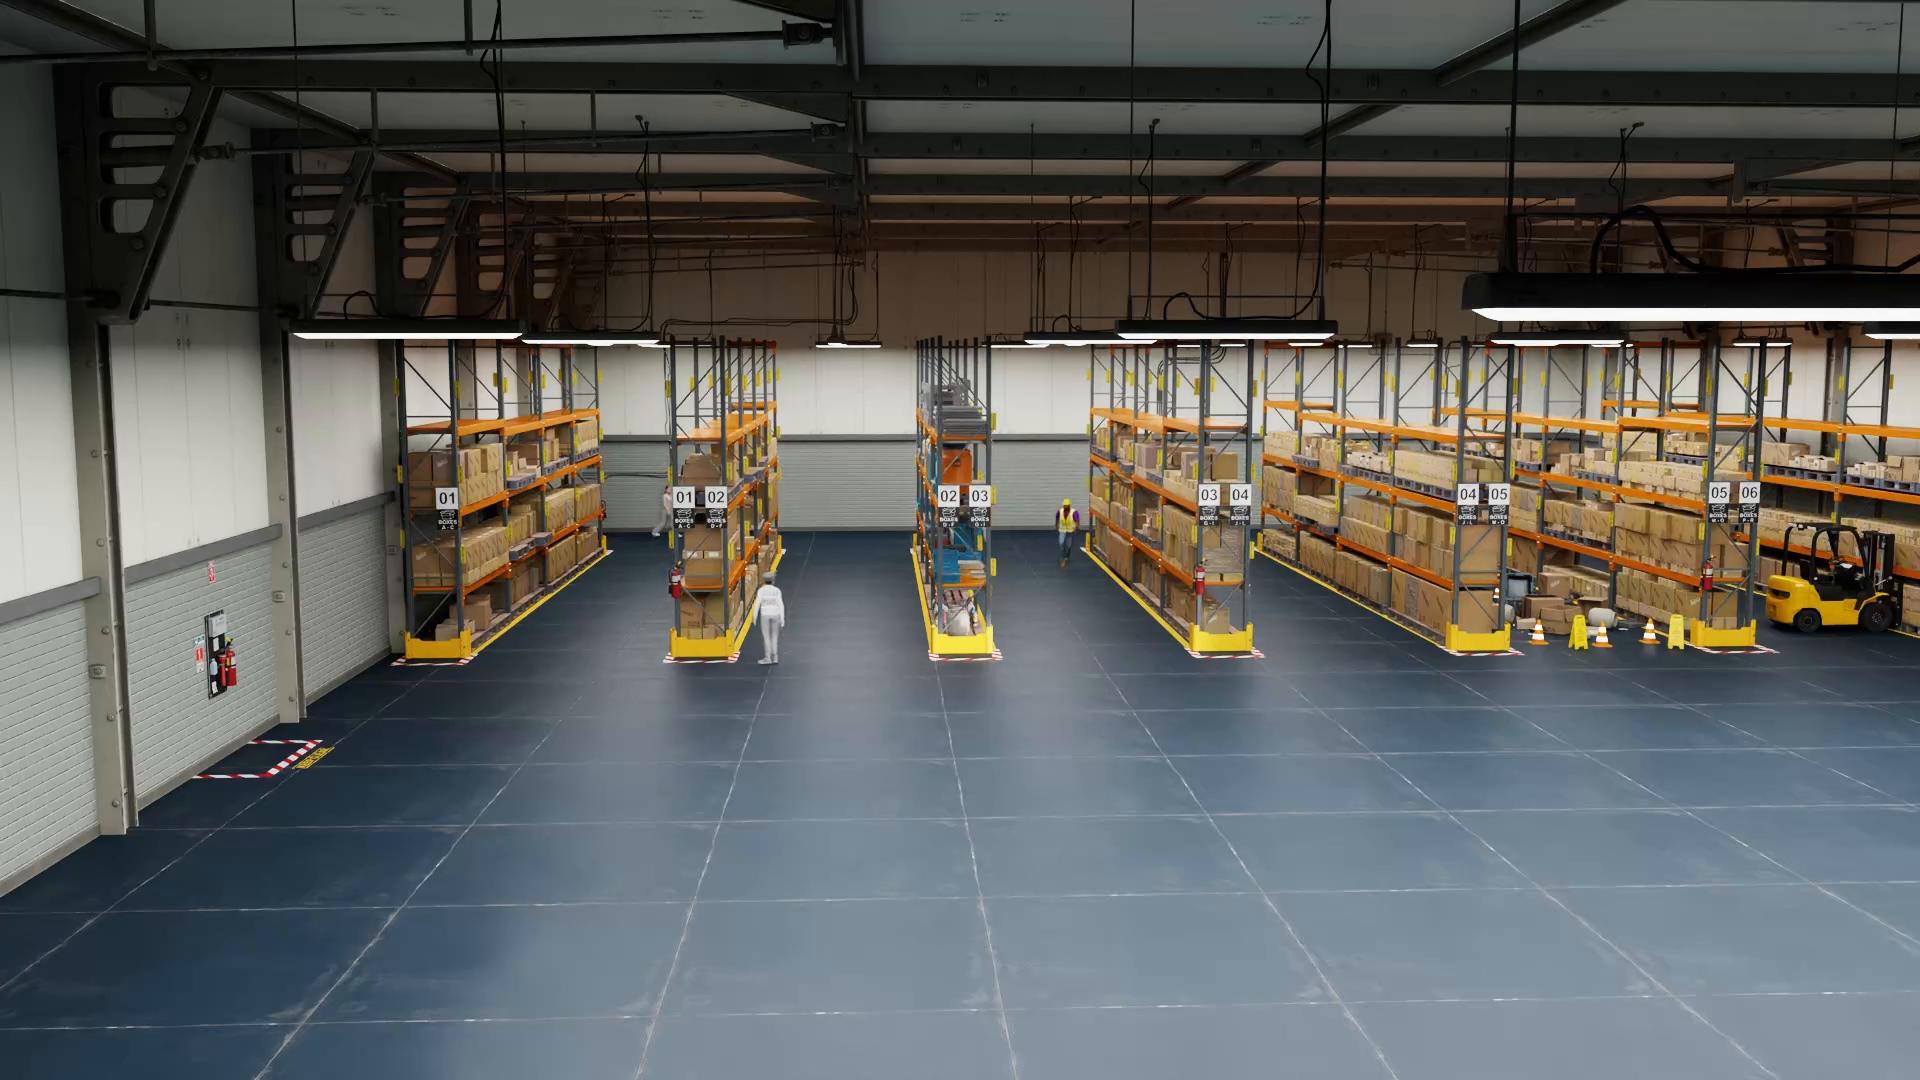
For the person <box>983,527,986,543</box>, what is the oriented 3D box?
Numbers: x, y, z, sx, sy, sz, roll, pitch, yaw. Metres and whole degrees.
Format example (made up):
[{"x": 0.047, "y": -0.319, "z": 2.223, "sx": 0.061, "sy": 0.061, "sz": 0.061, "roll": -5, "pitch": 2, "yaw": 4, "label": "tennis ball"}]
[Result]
[{"x": 0.654, "y": -0.814, "z": 49.873, "sx": 0.553, "sy": 1.724, "sz": 0.901, "roll": -1, "pitch": 7, "yaw": -9, "label": "person"}]

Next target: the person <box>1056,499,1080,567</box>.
[{"x": 2.762, "y": -0.211, "z": 42.657, "sx": 0.607, "sy": 1.704, "sz": 1.002, "roll": 0, "pitch": 6, "yaw": 1, "label": "person"}]

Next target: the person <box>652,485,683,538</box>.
[{"x": -8.984, "y": -0.868, "z": 50.936, "sx": 0.959, "sy": 1.622, "sz": 0.488, "roll": 1, "pitch": 7, "yaw": 12, "label": "person"}]

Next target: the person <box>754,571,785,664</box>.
[{"x": -3.502, "y": 1.429, "z": 30.511, "sx": 0.567, "sy": 1.705, "sz": 0.357, "roll": -1, "pitch": 7, "yaw": -7, "label": "person"}]
